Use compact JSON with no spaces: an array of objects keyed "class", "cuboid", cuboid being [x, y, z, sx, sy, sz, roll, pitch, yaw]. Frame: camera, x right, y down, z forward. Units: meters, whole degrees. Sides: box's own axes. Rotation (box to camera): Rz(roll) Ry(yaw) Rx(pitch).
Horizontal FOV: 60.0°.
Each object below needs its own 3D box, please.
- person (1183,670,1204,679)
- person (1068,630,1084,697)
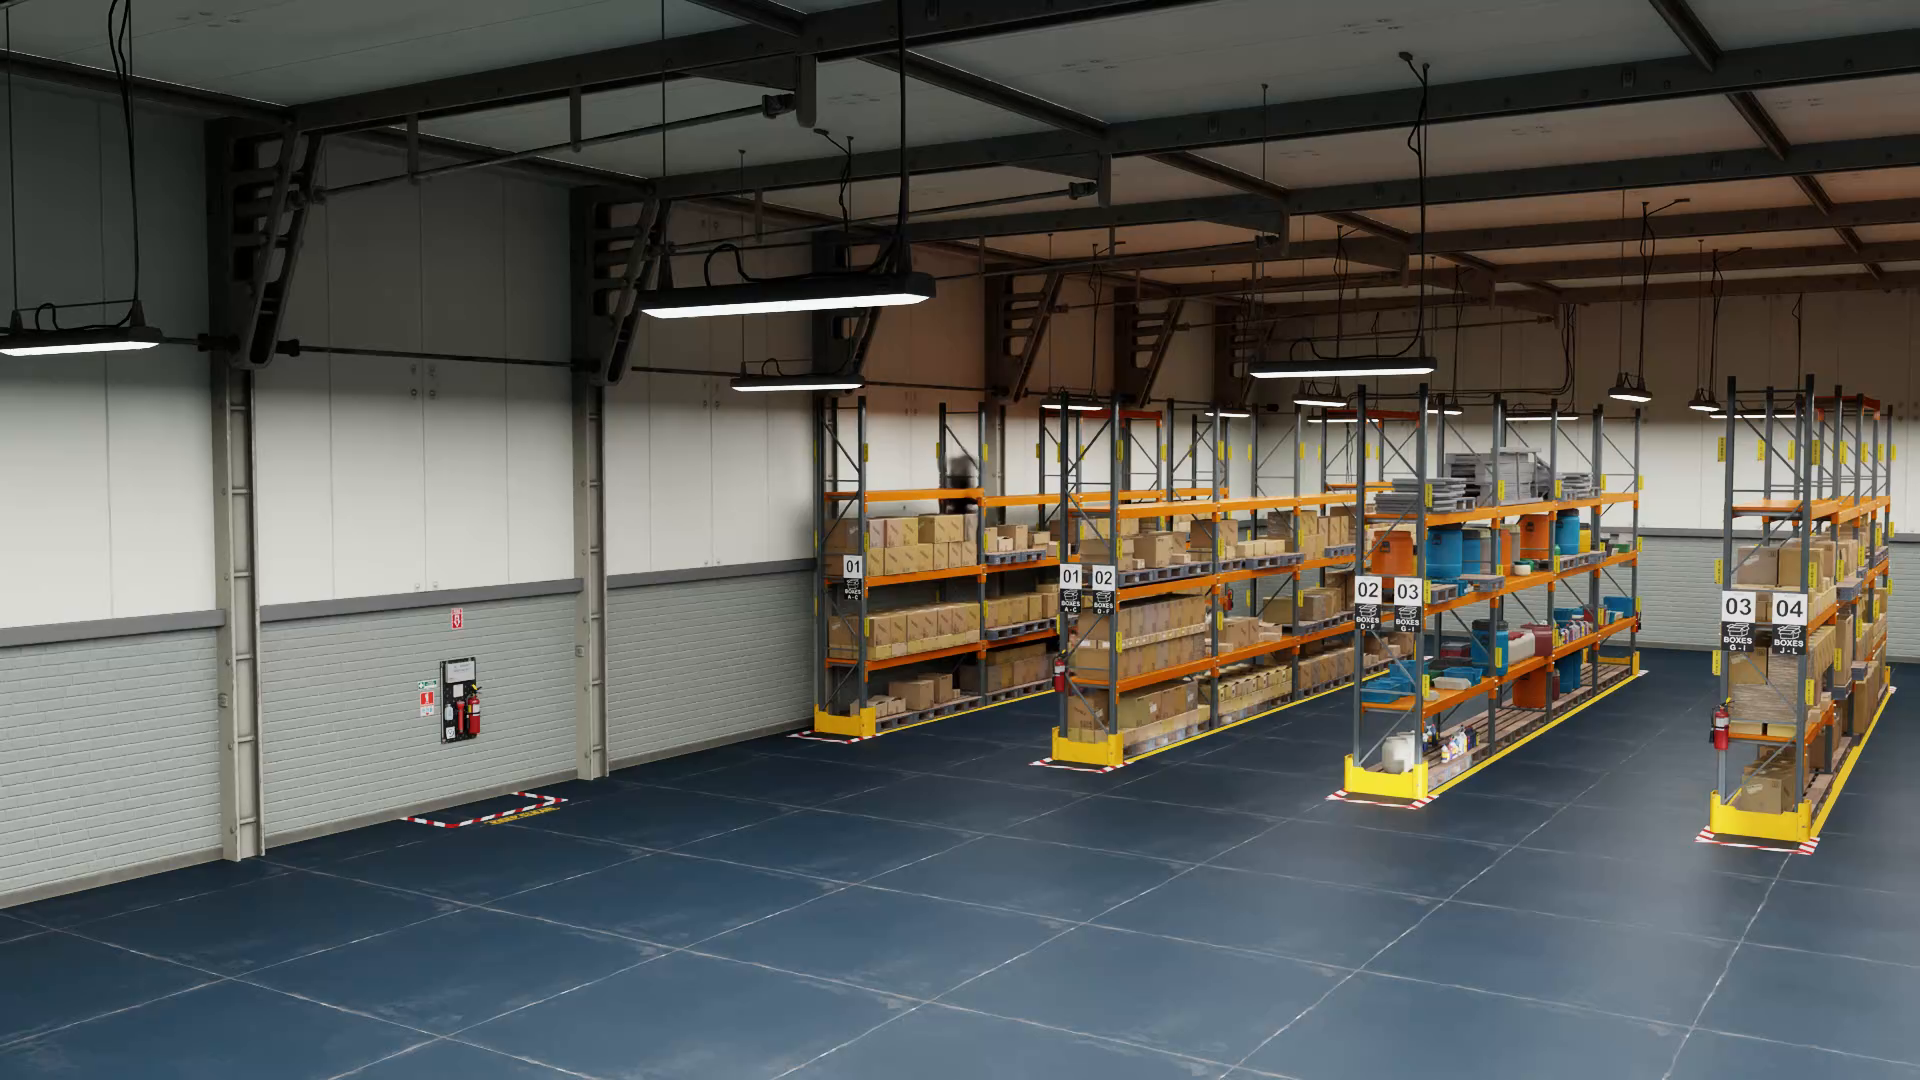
[{"class":"person","cuboid":[5.117,2.281,36.282,0.596,1.702,0.722,2,3,31]},{"class":"person","cuboid":[2.231,2.509,31.831,0.563,1.616,0.668,2,4,39]}]
